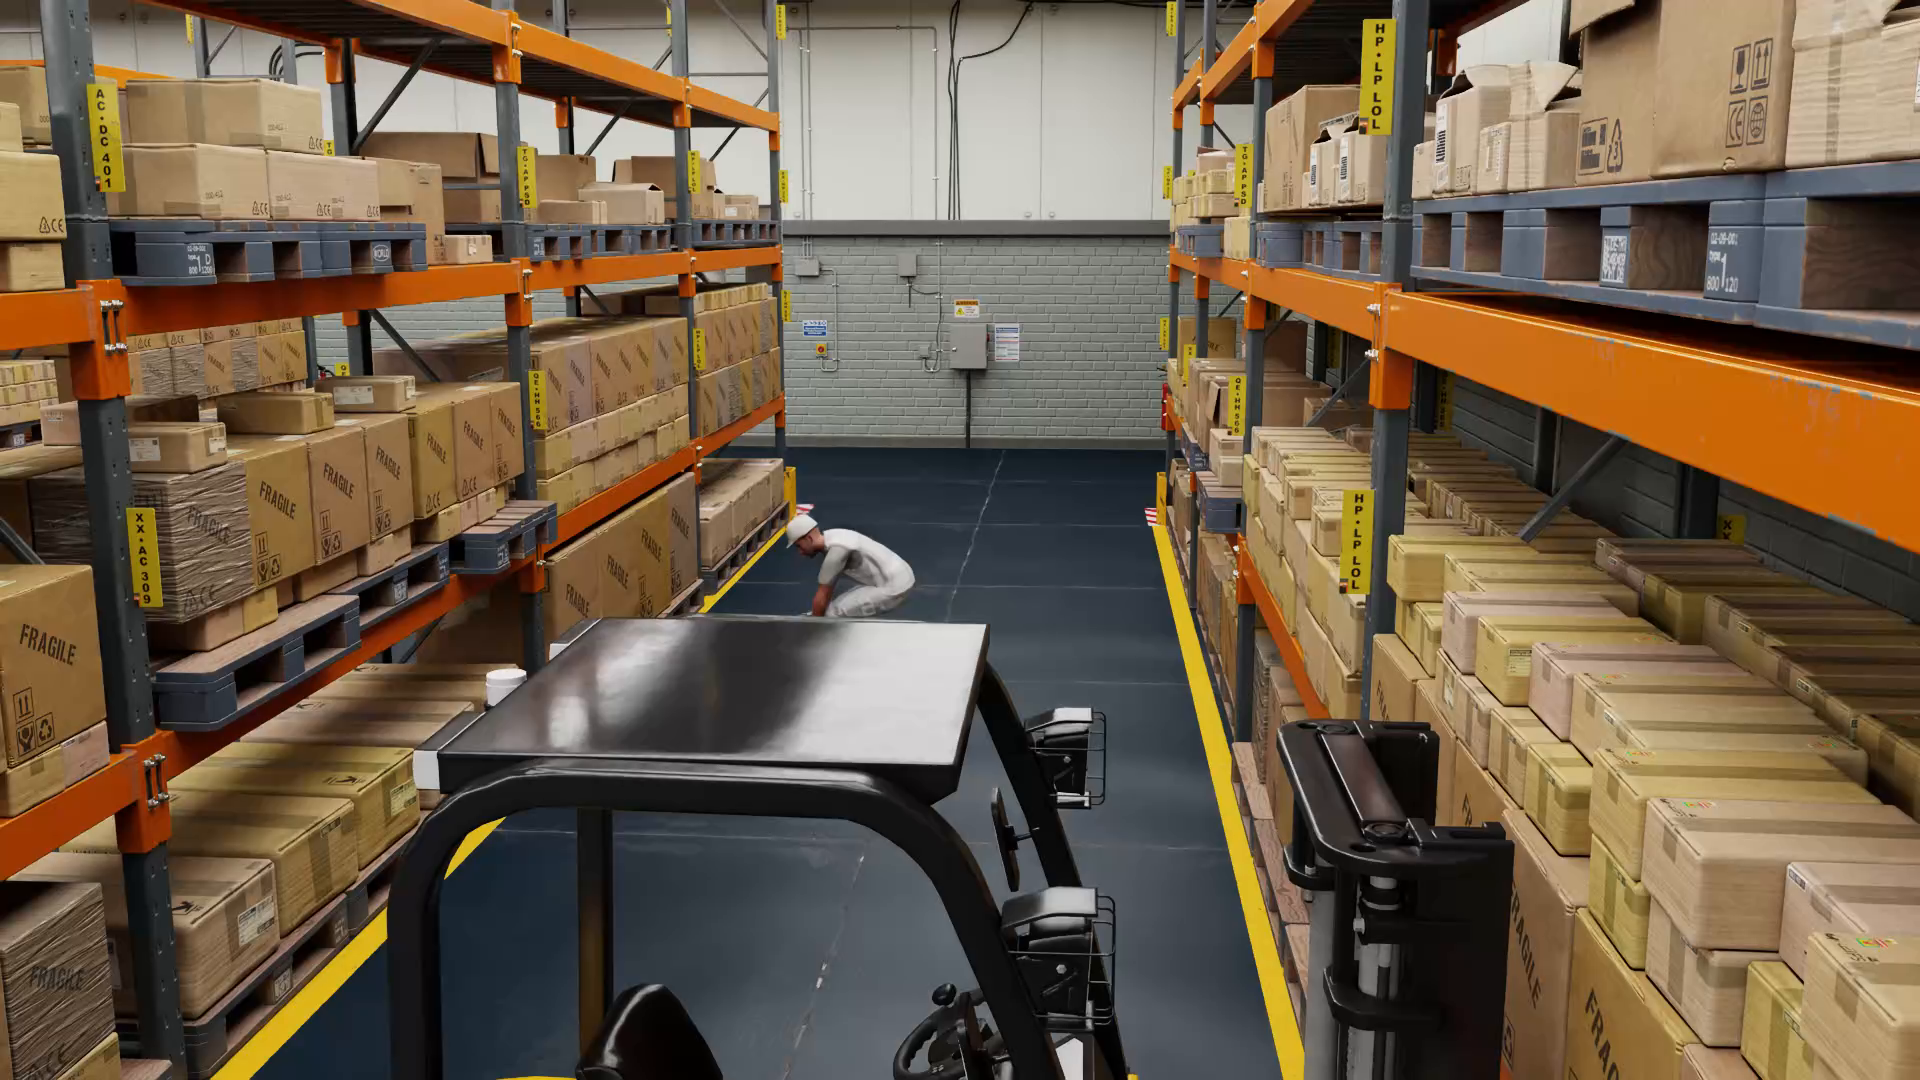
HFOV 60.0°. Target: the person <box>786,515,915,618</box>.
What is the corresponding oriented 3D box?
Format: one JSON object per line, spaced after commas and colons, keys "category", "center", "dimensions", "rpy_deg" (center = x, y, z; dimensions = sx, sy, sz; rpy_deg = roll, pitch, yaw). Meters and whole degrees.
{"category": "person", "center": [-0.741, 0.369, 11.293], "dimensions": [0.866, 1.091, 0.581], "rpy_deg": [1, 11, 4]}
